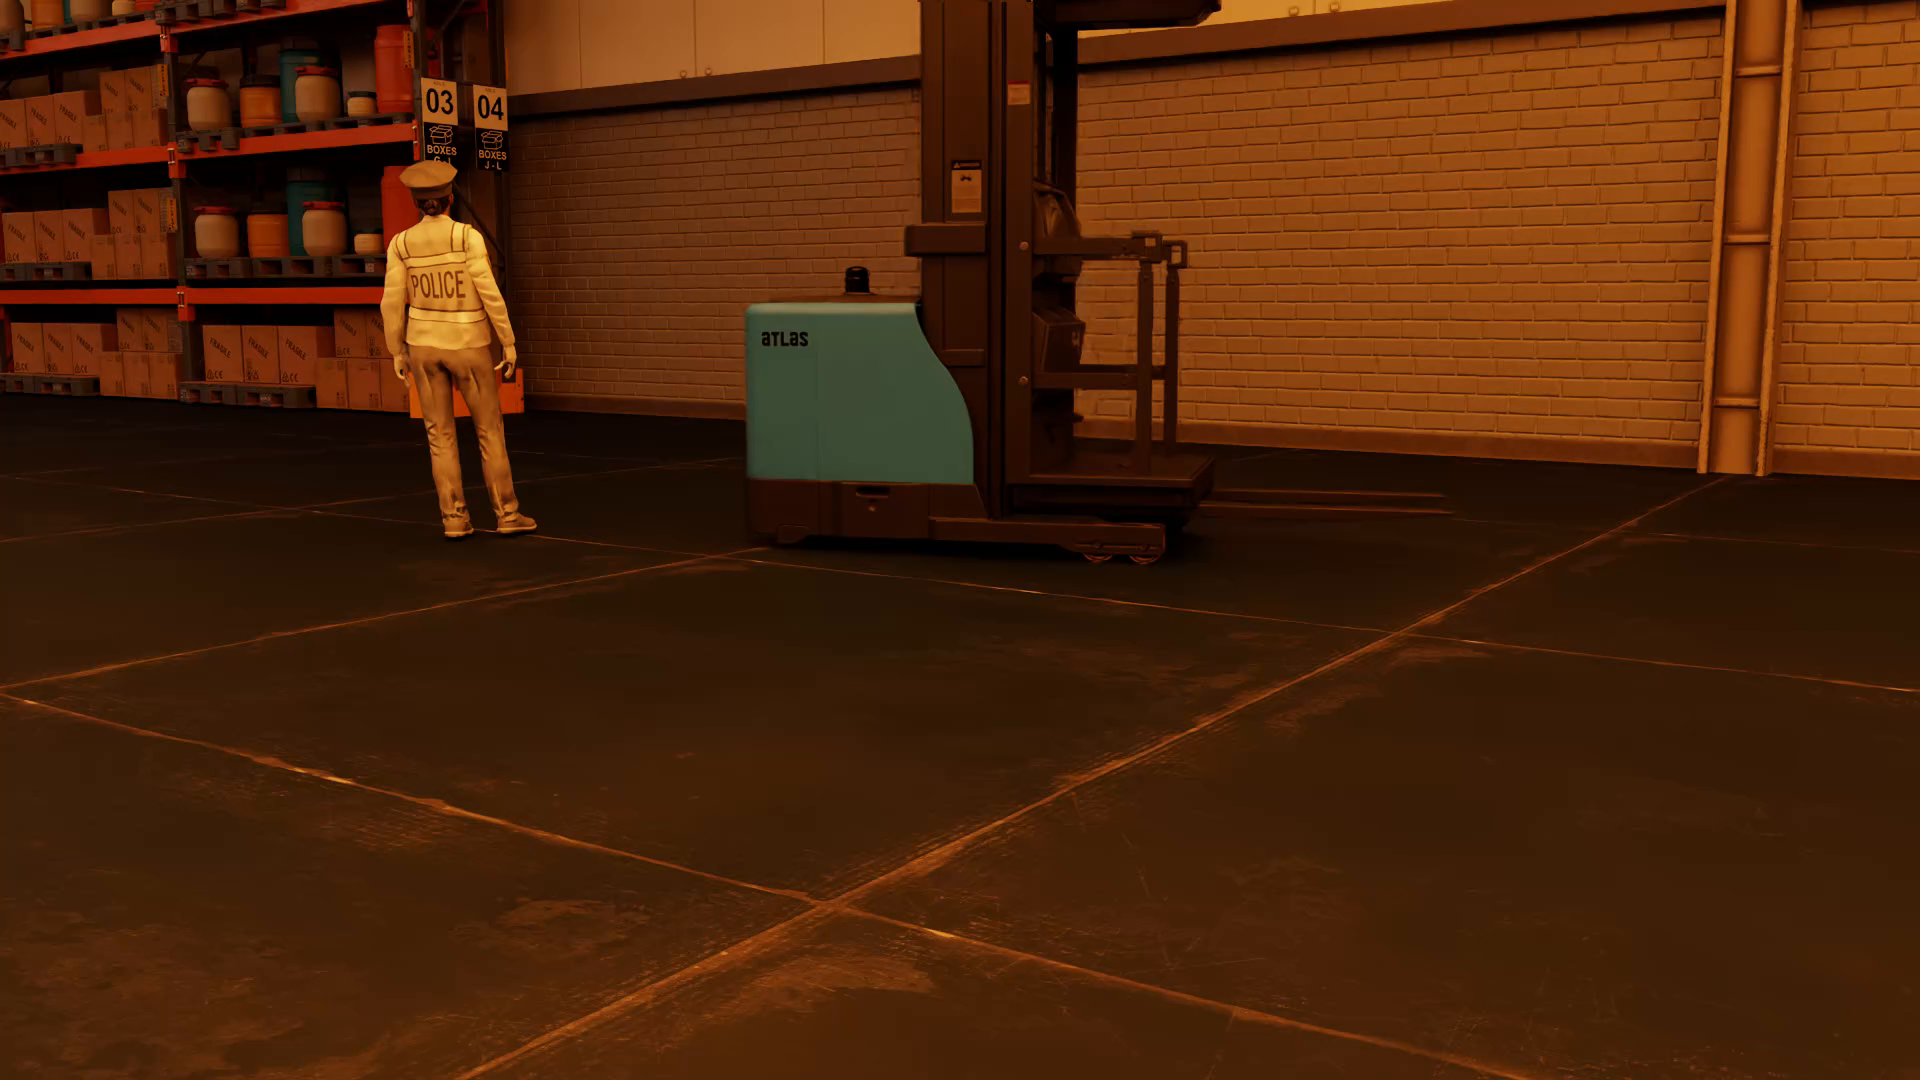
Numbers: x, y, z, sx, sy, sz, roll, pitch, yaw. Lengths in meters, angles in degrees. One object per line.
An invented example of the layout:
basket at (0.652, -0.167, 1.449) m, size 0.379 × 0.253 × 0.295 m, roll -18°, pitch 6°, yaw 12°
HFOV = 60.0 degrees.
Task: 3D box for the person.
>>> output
person at (-2.312, -0.848, 7.568) m, size 0.629 × 1.693 × 0.462 m, roll -2°, pitch 8°, yaw -11°

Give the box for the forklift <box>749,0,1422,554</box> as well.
forklift at (0.570, -1.467, 7.512) m, size 3.031 × 2.935 × 1.130 m, roll -1°, pitch 8°, yaw -9°
